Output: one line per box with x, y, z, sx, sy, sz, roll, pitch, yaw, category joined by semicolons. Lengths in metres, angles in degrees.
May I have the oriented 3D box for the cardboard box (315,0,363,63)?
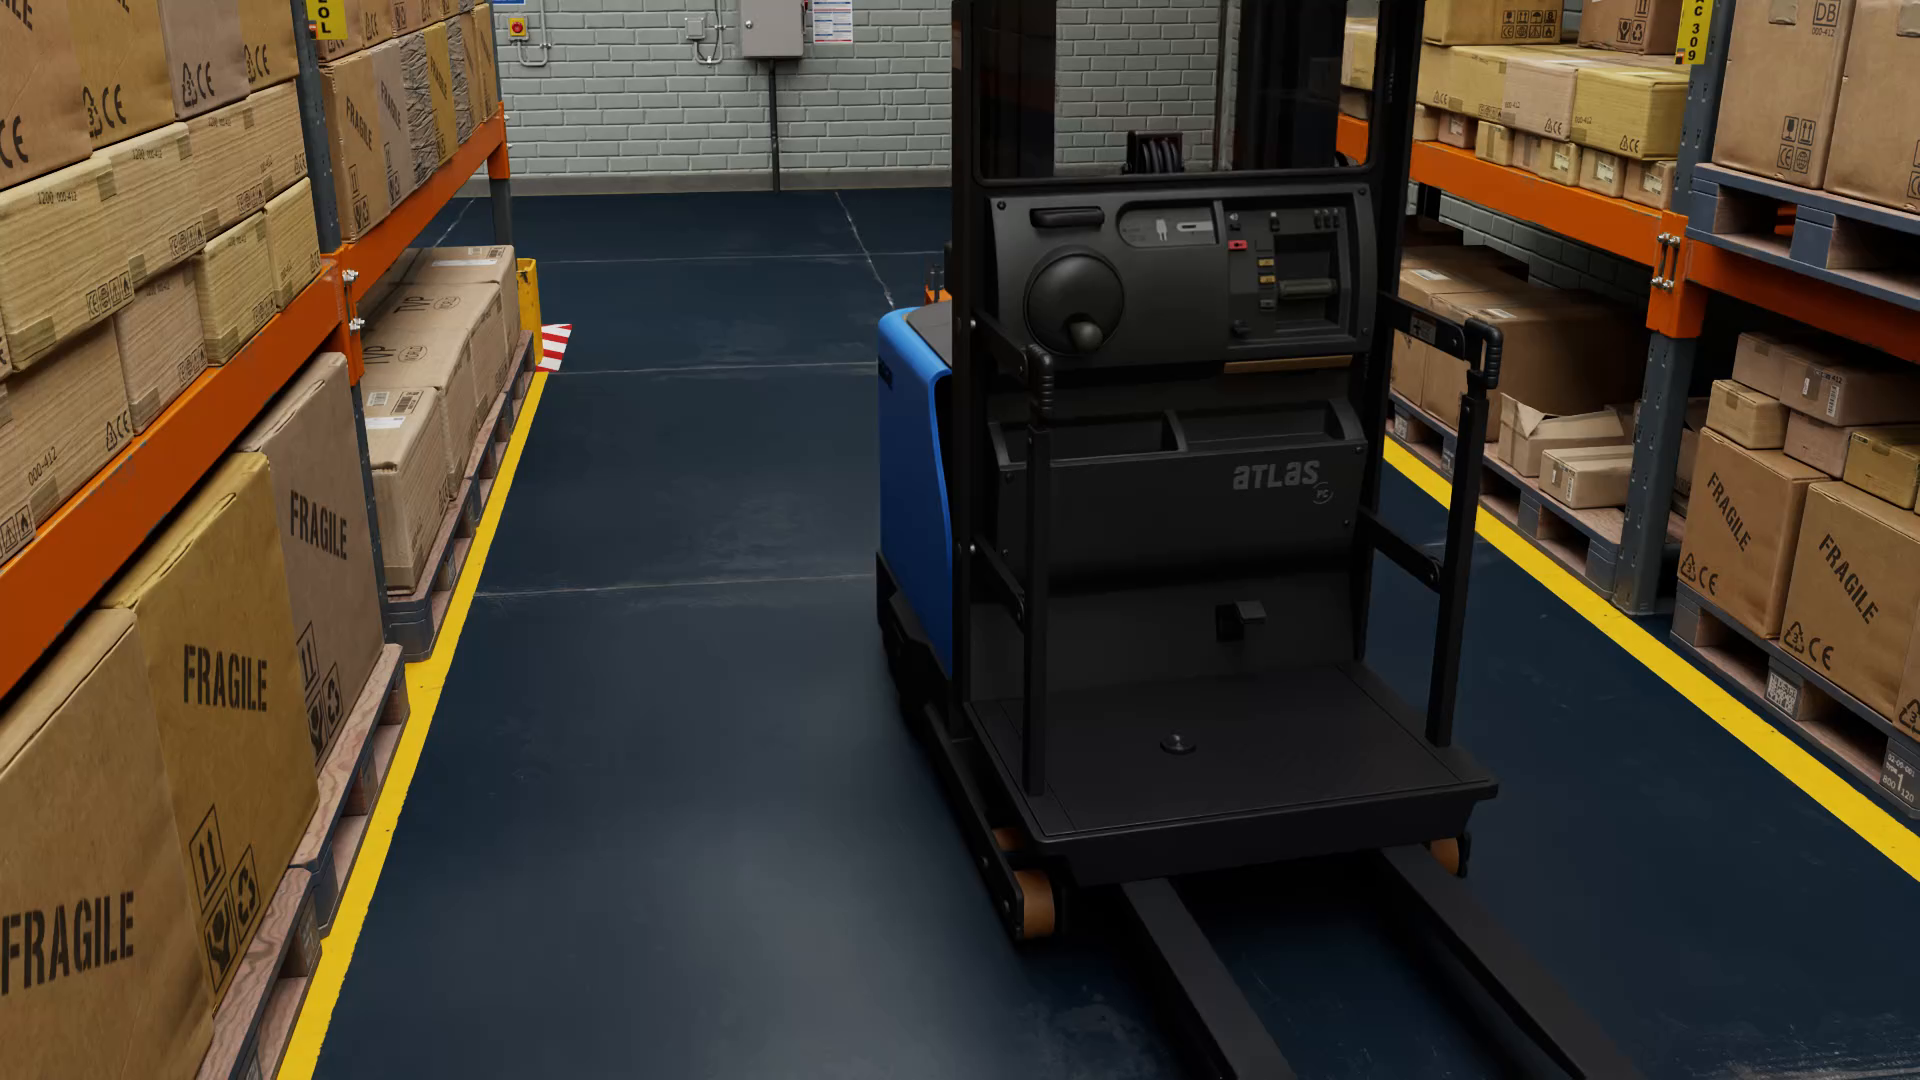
-2.034;-1.631;4.725;0.500;0.500;0.500;-3;21;-7;cardboard box

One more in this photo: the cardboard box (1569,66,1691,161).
2.391;-1.424;5.531;0.500;0.250;0.500;-2;21;-6;cardboard box

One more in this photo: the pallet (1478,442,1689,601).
2.608;-0.122;6.242;1.003;0.211;1.213;-3;21;-8;pallet

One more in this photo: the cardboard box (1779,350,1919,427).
2.579;-0.435;4.713;0.380;0.149;0.250;-4;21;-10;cardboard box

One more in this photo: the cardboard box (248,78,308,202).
-1.901;-0.963;4.006;0.500;0.250;0.500;-3;21;-8;cardboard box

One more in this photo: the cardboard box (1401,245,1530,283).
2.209;-1.087;7.812;0.700;0.500;0.500;-2;21;-6;cardboard box

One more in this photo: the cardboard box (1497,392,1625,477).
2.284;-0.408;6.330;0.396;0.266;0.258;-2;21;-6;cardboard box

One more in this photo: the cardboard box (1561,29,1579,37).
2.598;-2.149;7.471;0.500;0.250;0.500;-2;21;-6;cardboard box

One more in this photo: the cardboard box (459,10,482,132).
-2.393;-2.043;7.255;0.500;0.500;0.500;-3;21;-9;cardboard box

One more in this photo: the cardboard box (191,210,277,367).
-1.819;-0.550;3.616;0.500;0.250;0.500;-3;21;-9;cardboard box

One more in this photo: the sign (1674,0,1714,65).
2.170;-1.566;4.885;0.100;0.325;0.005;-3;21;-8;sign

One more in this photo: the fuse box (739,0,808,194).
-1.518;-3.727;13.749;0.539;1.711;0.414;-3;21;-8;fuse box

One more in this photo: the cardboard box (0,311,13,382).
-1.590;-0.258;2.120;0.500;0.250;0.500;-3;21;-8;cardboard box

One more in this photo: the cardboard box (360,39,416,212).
-2.082;-1.336;5.363;0.500;0.500;0.500;-3;21;-7;cardboard box

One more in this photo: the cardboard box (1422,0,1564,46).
2.145;-2.306;6.821;0.500;0.500;0.500;-2;21;-6;cardboard box

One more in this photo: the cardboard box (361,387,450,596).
-2.190;-0.158;5.415;0.875;0.438;0.875;-3;21;-9;cardboard box

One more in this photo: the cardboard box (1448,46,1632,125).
2.246;-1.770;6.457;0.500;0.250;0.500;-3;21;-8;cardboard box

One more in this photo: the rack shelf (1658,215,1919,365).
2.994;-0.161;3.389;1.077;0.370;4.000;-3;21;-8;rack shelf

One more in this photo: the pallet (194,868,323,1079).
-1.840;1.054;3.093;1.003;0.211;1.213;-3;21;-8;pallet

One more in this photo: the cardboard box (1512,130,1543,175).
2.279;-1.441;6.146;0.380;0.149;0.250;-2;21;-6;cardboard box

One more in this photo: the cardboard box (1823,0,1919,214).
2.629;-1.076;4.068;0.700;0.500;0.500;-3;21;-7;cardboard box

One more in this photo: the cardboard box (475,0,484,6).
-2.477;-2.684;7.544;0.500;0.500;0.500;-2;21;-6;cardboard box

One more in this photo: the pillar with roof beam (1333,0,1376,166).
-1.627;-6.148;9.815;9.100;9.000;0.400;-3;21;-8;pillar with roof beam

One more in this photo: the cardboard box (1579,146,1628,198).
2.351;-1.260;5.661;0.380;0.149;0.250;-2;21;-6;cardboard box

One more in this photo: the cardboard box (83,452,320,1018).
-1.899;0.382;3.341;0.875;0.875;0.875;-2;21;-6;cardboard box

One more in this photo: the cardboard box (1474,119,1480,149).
2.288;-1.623;6.633;0.380;0.149;0.250;-3;21;-7;cardboard box

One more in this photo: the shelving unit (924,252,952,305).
-0.008;-0.510;6.082;0.215;1.050;0.252;-3;21;-8;shelving unit

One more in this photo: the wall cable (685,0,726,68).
-2.216;-4.827;13.400;0.588;1.984;0.122;-3;21;-8;wall cable

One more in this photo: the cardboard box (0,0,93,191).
-1.667;-0.779;2.442;0.500;0.500;0.500;-3;21;-7;cardboard box

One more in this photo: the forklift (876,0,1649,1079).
0.579;-0.609;3.657;1.130;2.935;3.031;-5;21;-13;forklift

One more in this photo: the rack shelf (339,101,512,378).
-2.494;-1.295;6.423;1.077;0.370;4.000;-3;21;-8;rack shelf

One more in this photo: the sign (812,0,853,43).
-1.059;-4.383;13.799;0.329;0.494;0.001;-3;21;-8;sign

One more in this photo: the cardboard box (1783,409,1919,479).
2.611;-0.291;4.753;0.380;0.149;0.250;-3;21;-9;cardboard box

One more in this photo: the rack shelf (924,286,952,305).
-0.008;-0.766;5.986;0.215;0.259;0.240;-3;21;-8;rack shelf

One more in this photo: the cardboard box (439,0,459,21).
-2.304;-2.334;6.605;0.500;0.500;0.500;-3;21;-8;cardboard box

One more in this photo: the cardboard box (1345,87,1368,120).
2.036;-2.065;7.816;0.380;0.149;0.250;-2;21;-6;cardboard box

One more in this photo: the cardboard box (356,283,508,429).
-2.448;-0.781;7.081;0.875;0.438;0.875;-2;21;-6;cardboard box

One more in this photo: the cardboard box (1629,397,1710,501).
2.845;-0.369;6.159;0.500;0.311;0.500;-2;21;-6;cardboard box

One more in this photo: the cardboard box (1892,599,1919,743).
2.707;0.319;4.047;0.500;0.500;0.500;-4;21;-9;cardboard box

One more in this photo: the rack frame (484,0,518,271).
-2.782;-2.324;8.152;1.000;3.000;0.127;-3;21;-8;rack frame

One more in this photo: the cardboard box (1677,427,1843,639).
2.553;-0.038;5.002;0.500;0.500;0.500;-2;21;-5;cardboard box

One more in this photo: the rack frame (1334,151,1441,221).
2.129;-2.576;8.825;1.000;3.000;0.127;-3;21;-8;rack frame

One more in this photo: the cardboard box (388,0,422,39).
-2.164;-1.985;5.671;0.500;0.500;0.500;-3;21;-7;cardboard box

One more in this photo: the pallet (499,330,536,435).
-2.589;-0.745;7.909;1.003;0.211;1.213;-3;21;-8;pallet

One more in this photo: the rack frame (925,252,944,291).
-0.025;-0.553;6.195;0.200;1.050;0.008;-3;21;-8;rack frame

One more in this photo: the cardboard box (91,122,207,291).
-1.741;-0.611;3.065;0.500;0.250;0.500;-2;21;-6;cardboard box

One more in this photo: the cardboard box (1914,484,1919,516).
2.712;-0.108;4.264;0.380;0.149;0.250;-3;21;-9;cardboard box

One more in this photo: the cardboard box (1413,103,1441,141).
2.100;-1.792;7.085;0.380;0.149;0.250;-2;21;-7;cardboard box

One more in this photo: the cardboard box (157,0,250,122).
-1.810;-1.134;3.392;0.500;0.500;0.500;-3;21;-7;cardboard box

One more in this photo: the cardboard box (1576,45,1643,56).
2.750;-1.797;6.530;0.500;0.250;0.500;-2;21;-7;cardboard box

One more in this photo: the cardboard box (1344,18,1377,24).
1.928;-2.474;8.342;0.500;0.250;0.500;-3;21;-7;cardboard box

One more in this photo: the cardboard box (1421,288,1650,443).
2.358;-0.728;6.849;0.700;0.500;0.500;-4;21;-10;cardboard box

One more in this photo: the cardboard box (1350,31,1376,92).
2.077;-2.124;7.406;0.500;0.250;0.500;-3;21;-9;cardboard box

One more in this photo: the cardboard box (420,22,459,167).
-2.222;-1.687;6.303;0.500;0.500;0.500;-2;21;-6;cardboard box

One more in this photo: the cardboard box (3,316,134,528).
-1.686;-0.196;2.667;0.500;0.250;0.500;-3;21;-8;cardboard box

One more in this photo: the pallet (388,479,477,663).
-2.237;0.100;5.647;1.003;0.211;1.213;-3;21;-8;pallet
